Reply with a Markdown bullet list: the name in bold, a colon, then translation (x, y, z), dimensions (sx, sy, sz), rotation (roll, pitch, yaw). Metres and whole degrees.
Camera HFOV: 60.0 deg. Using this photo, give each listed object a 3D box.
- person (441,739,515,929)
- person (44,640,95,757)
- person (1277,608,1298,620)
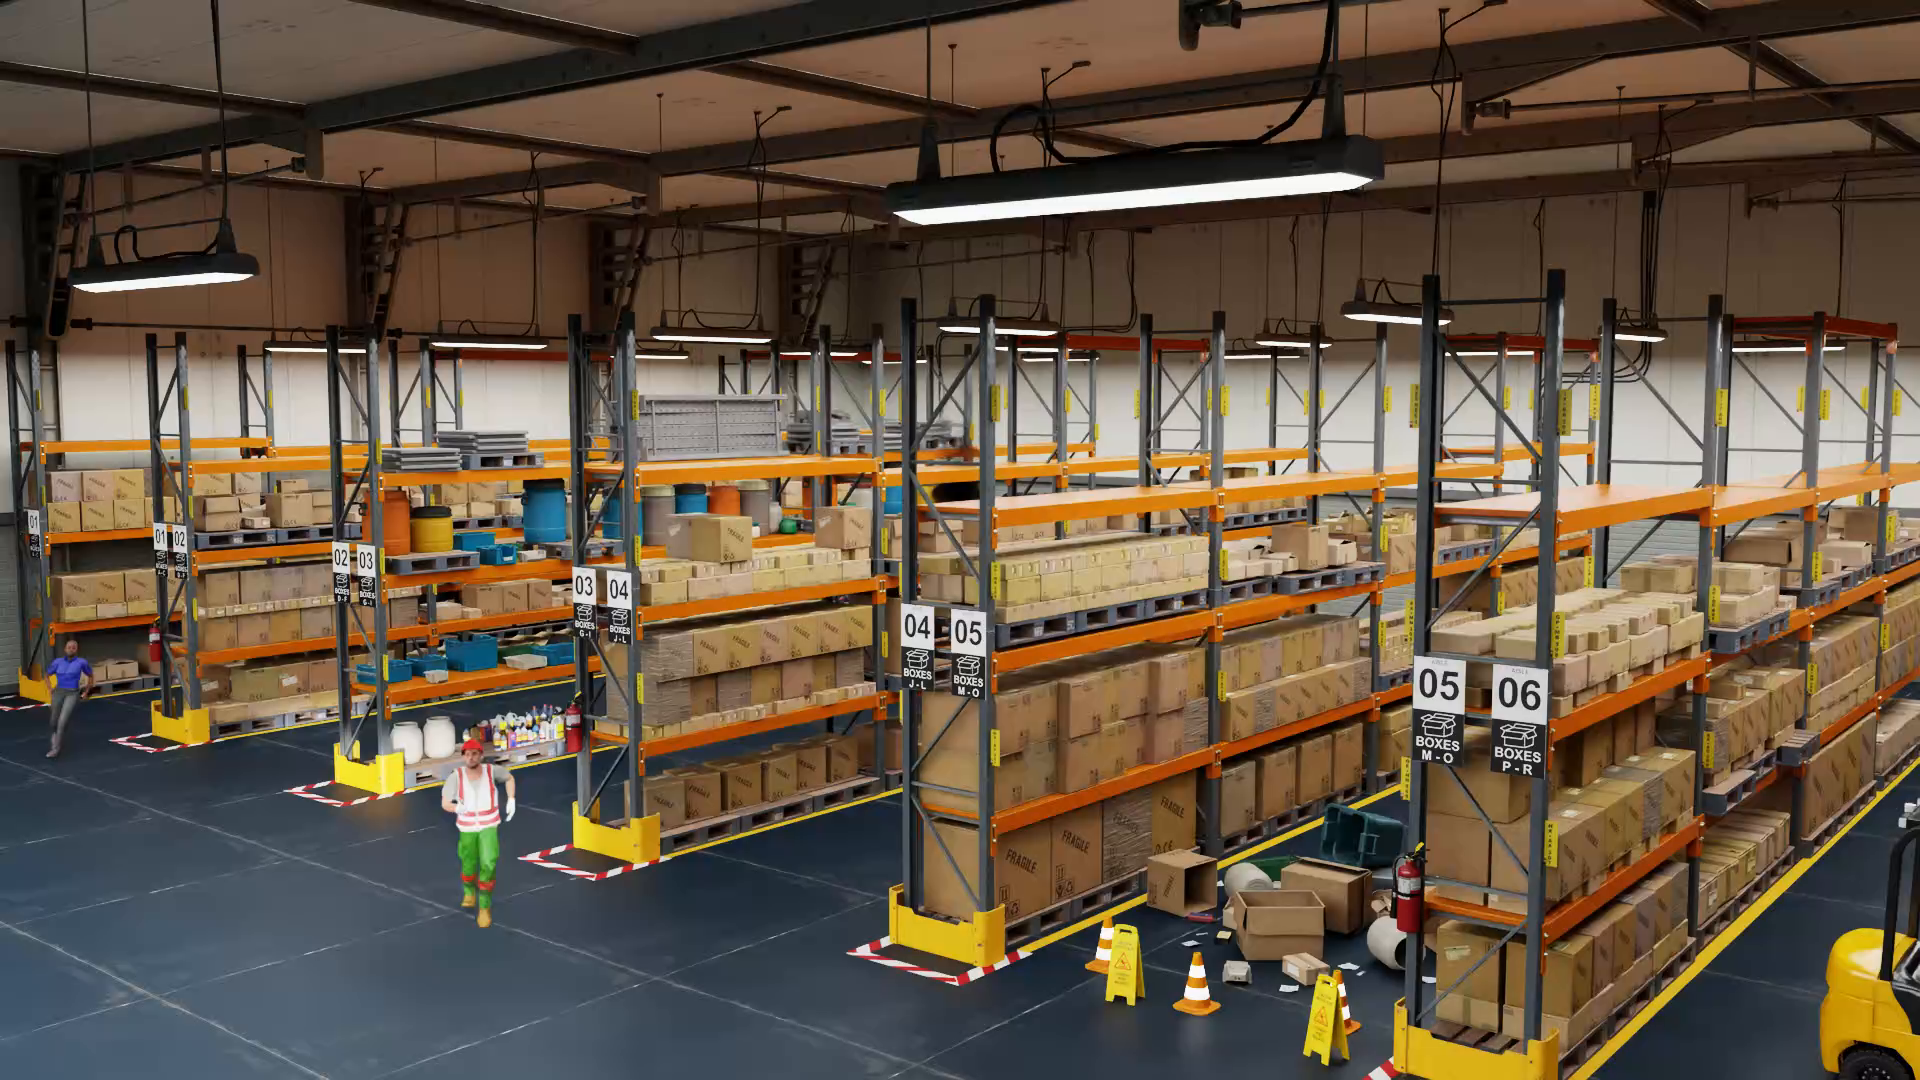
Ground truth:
- **person**: translation (-4.682, 2.820, 16.195), dimensions (0.676, 1.817, 0.908), rotation (-1, 5, -12)
- **person**: translation (-12.714, 2.233, 23.733), dimensions (0.637, 1.601, 0.787), rotation (-2, 5, -18)
- **person**: translation (5.332, 1.836, 27.125), dimensions (0.668, 1.772, 0.947), rotation (3, 6, 34)
